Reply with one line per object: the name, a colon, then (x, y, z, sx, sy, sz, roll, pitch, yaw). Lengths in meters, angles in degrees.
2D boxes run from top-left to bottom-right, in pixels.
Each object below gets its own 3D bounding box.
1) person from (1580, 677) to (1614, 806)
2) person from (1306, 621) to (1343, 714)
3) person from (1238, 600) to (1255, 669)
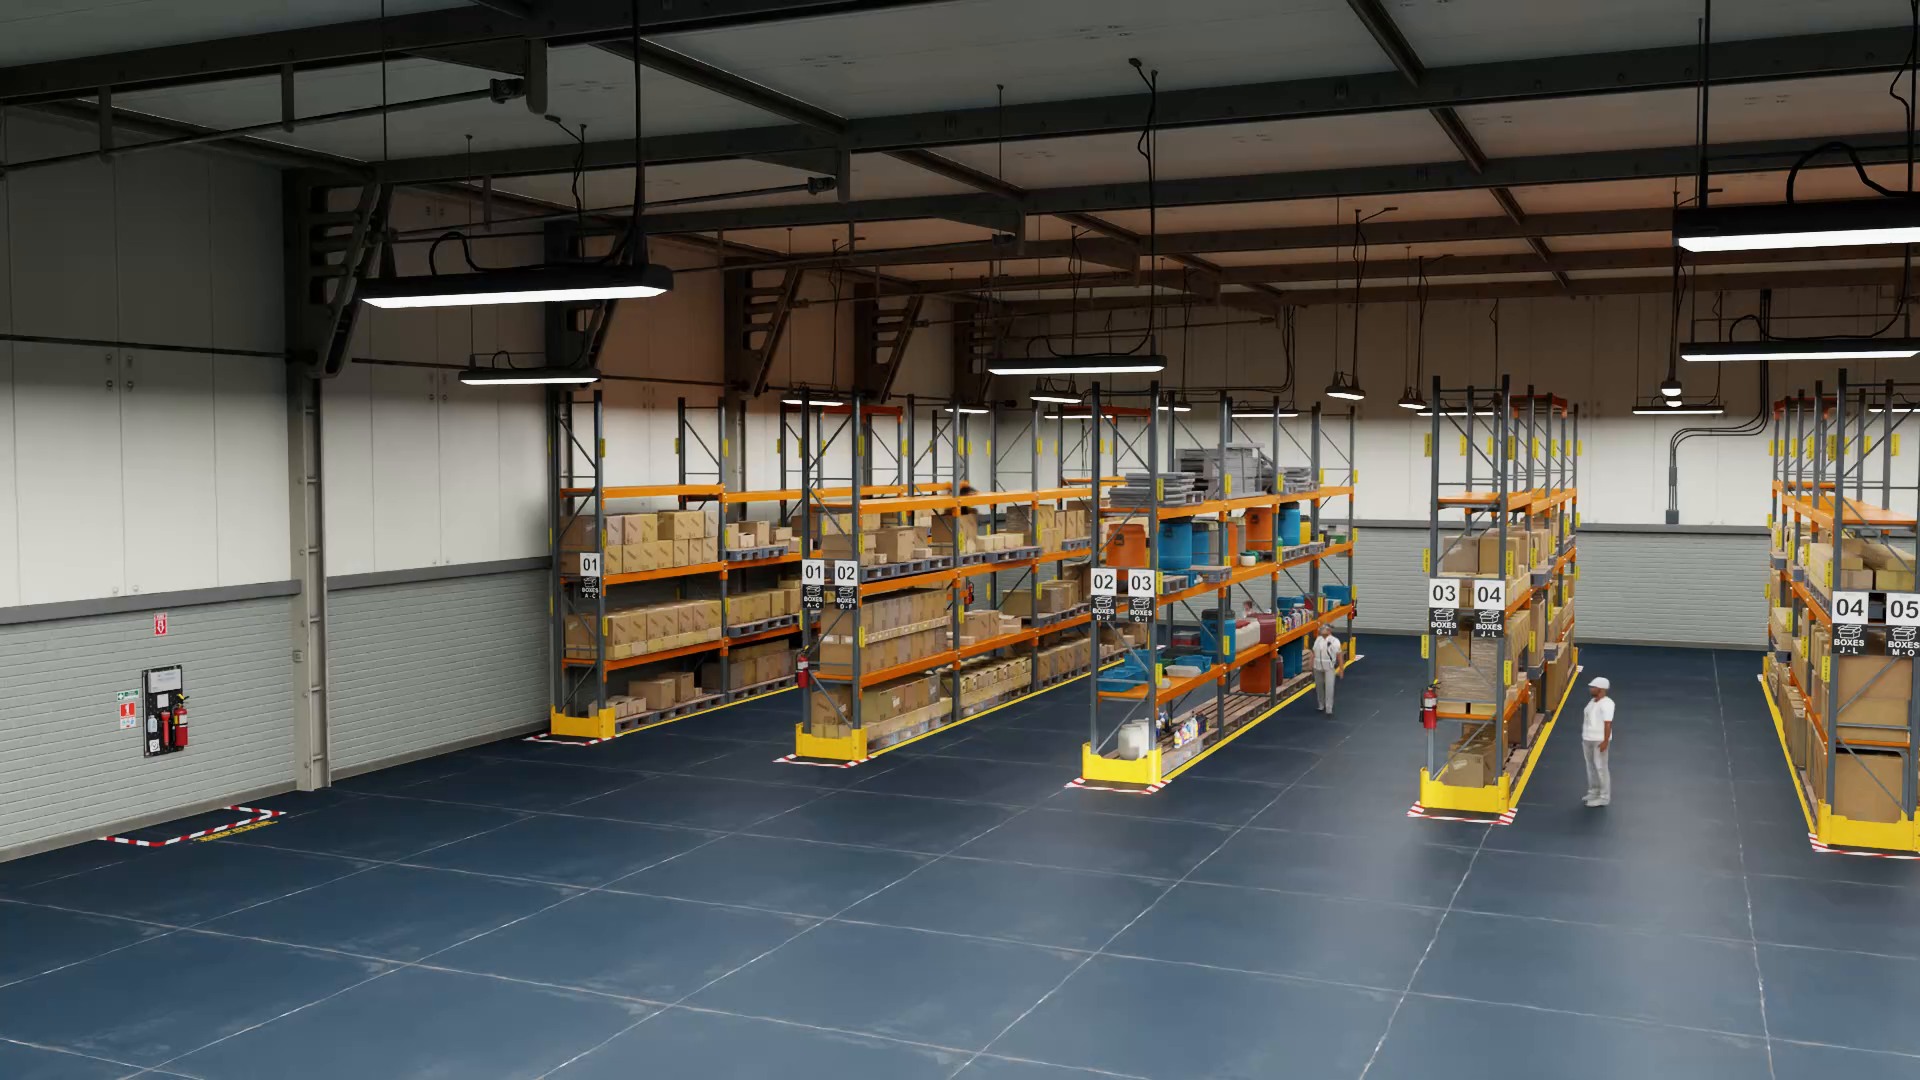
person: (8.967, 2.822, 23.472, 0.494, 1.765, 0.587, -1, 3, -20)
person: (6.859, 2.390, 31.261, 0.678, 1.716, 1.080, 1, 3, 18)
person: (6.545, 2.133, 37.573, 0.595, 1.571, 0.480, -3, 4, -44)
